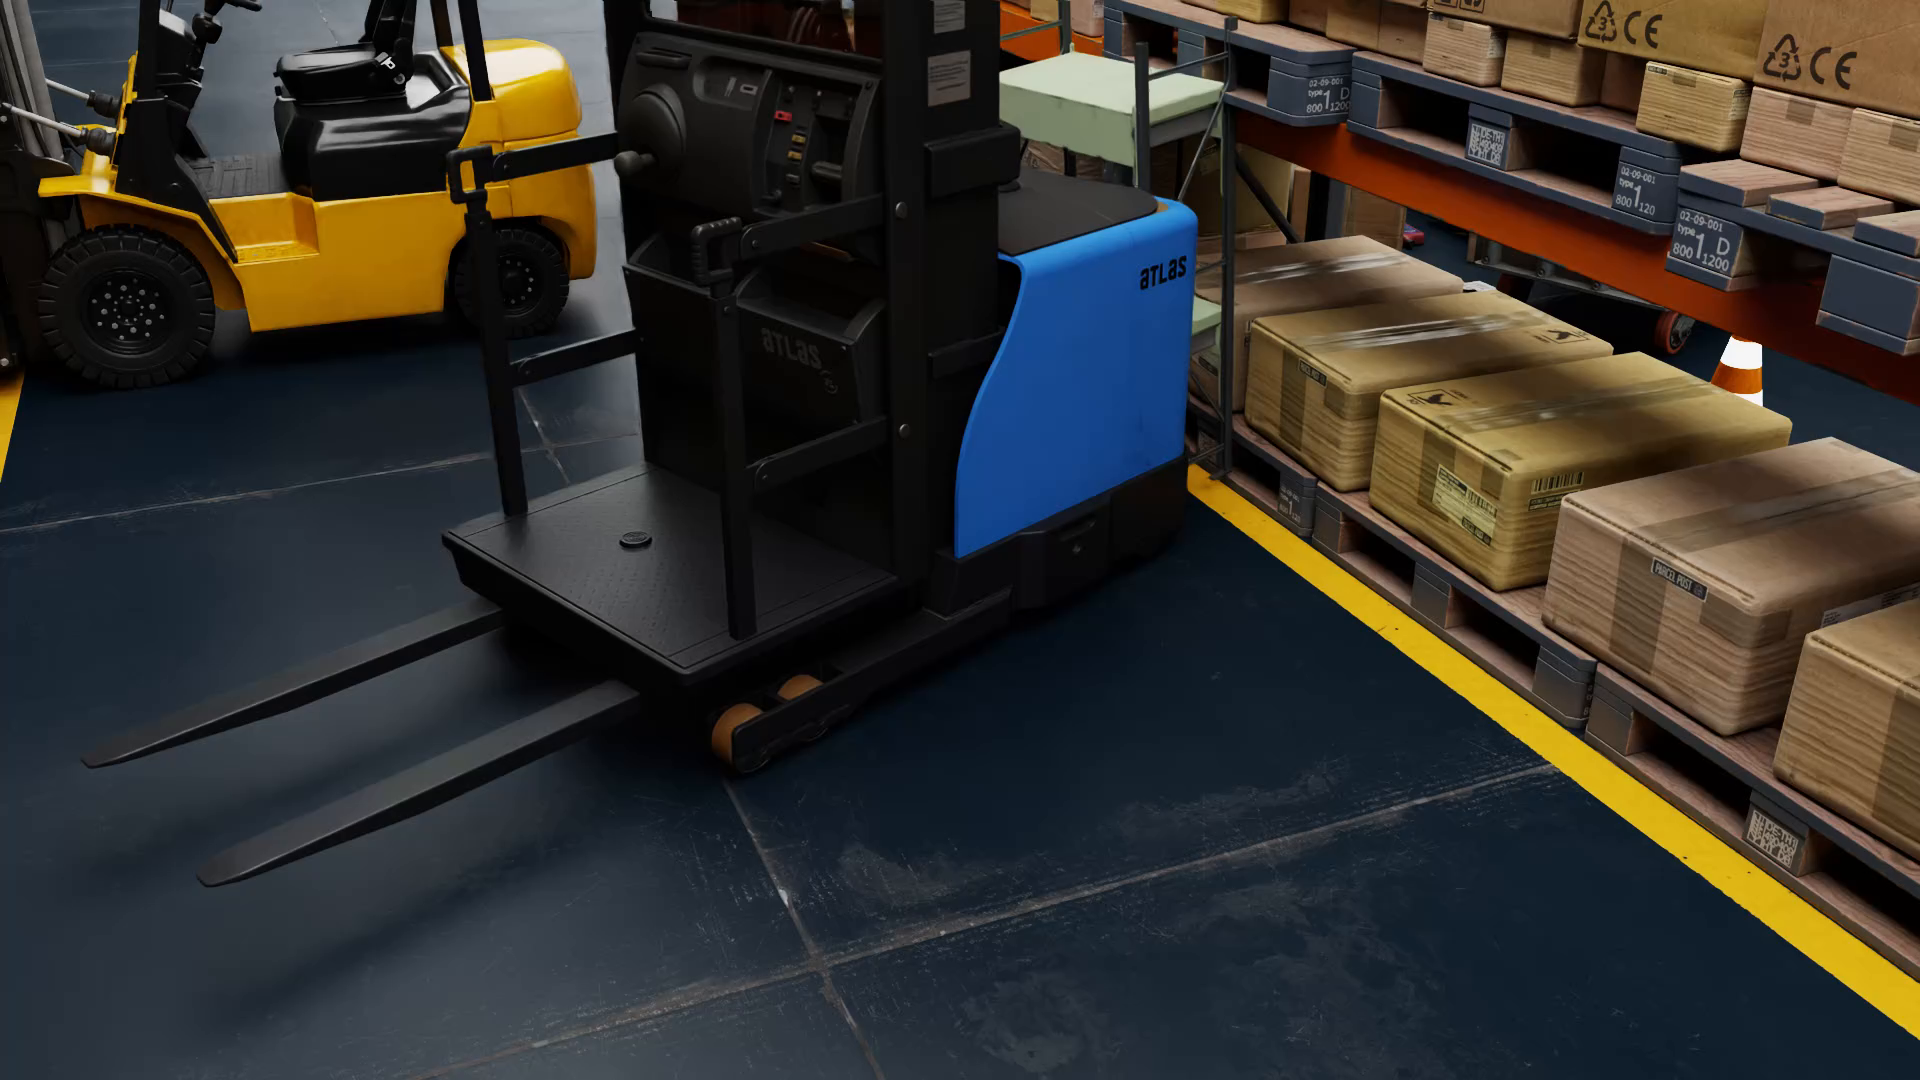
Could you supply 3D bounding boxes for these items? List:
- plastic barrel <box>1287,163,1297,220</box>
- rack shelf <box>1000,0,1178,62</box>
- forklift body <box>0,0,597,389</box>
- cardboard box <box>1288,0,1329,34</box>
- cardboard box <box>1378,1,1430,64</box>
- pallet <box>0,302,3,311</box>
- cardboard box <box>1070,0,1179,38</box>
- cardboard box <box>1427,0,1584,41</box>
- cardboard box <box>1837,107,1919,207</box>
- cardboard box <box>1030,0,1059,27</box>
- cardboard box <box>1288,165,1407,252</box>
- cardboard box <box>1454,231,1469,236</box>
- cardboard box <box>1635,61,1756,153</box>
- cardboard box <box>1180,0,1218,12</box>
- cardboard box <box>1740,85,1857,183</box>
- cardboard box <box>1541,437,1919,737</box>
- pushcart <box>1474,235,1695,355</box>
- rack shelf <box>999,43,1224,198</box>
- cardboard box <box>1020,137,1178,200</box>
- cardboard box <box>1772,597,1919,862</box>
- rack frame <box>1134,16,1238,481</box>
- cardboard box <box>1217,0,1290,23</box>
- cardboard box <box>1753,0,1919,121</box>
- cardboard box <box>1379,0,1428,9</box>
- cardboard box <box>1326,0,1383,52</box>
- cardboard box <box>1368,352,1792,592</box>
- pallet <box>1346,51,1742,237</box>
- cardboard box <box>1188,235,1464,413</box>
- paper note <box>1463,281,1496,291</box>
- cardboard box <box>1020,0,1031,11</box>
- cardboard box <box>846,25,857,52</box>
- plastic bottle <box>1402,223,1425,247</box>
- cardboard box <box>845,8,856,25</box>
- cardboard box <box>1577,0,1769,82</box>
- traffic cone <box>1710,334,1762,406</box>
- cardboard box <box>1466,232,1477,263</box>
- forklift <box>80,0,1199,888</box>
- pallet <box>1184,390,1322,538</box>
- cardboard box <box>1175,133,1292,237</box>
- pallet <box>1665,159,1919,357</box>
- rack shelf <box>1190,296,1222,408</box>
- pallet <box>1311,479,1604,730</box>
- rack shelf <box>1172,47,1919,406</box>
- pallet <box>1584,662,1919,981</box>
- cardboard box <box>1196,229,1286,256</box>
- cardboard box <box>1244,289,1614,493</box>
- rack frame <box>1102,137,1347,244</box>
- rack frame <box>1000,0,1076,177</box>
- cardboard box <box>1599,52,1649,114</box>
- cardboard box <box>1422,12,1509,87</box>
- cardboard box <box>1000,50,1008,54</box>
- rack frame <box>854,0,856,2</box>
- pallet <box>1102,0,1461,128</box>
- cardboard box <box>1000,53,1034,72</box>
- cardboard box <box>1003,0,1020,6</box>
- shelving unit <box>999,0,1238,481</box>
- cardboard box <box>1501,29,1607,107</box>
[{"bbox_3d":[1.637,-1.876,8.610,0.512,0.421,0.421,8,27,15],"label":"plastic barrel"},{"bbox_3d":[0.218,-2.477,7.724,1.077,0.370,4.000,-11,28,-21],"label":"rack shelf"},{"bbox_3d":[-2.710,-1.920,6.731,2.313,2.155,1.214,-11,28,-21],"label":"forklift body"},{"bbox_3d":[1.198,-1.588,4.891,0.380,0.149,0.250,-9,27,-17],"label":"cardboard box"},{"bbox_3d":[1.356,-1.376,4.458,0.380,0.149,0.250,-10,28,-20],"label":"cardboard box"},{"bbox_3d":[-4.319,-0.707,6.457,1.003,0.211,1.213,-11,28,-21],"label":"pallet"},{"bbox_3d":[0.595,-1.957,6.126,0.380,0.149,0.250,-11,28,-21],"label":"cardboard box"},{"bbox_3d":[1.510,-1.512,3.996,0.500,0.500,0.500,-12,28,-23],"label":"cardboard box"},{"bbox_3d":[1.912,-0.736,3.145,0.380,0.149,0.250,-11,28,-21],"label":"cardboard box"},{"bbox_3d":[0.491,-2.057,6.330,0.380,0.149,0.250,-10,28,-19],"label":"cardboard box"},{"bbox_3d":[1.834,-1.537,7.825,0.500,0.500,0.500,8,27,15],"label":"cardboard box"},{"bbox_3d":[2.826,-1.897,8.406,0.797,0.637,0.503,-11,28,-21],"label":"cardboard box"},{"bbox_3d":[1.700,-0.947,3.579,0.380,0.149,0.250,-10,28,-20],"label":"cardboard box"},{"bbox_3d":[0.927,-1.791,5.308,0.380,0.149,0.250,-10,28,-20],"label":"cardboard box"},{"bbox_3d":[1.820,-0.839,3.356,0.380,0.149,0.250,-12,28,-23],"label":"cardboard box"},{"bbox_3d":[2.059,0.088,4.168,0.950,0.372,0.625,-11,28,-22],"label":"cardboard box"},{"bbox_3d":[3.080,-1.226,7.332,1.648,0.377,0.936,-22,34,-38],"label":"pushcart"},{"bbox_3d":[0.447,-1.278,5.203,0.431,0.370,0.720,-25,35,-31],"label":"rack shelf"},{"bbox_3d":[0.523,-1.476,6.654,0.500,0.500,0.500,-11,28,-21],"label":"cardboard box"},{"bbox_3d":[2.356,0.384,3.561,0.950,0.372,0.625,-13,29,-24],"label":"cardboard box"},{"bbox_3d":[0.703,-0.813,5.140,0.400,1.500,0.023,-25,35,-31],"label":"rack frame"},{"bbox_3d":[1.017,-1.689,5.098,0.380,0.149,0.250,-10,28,-20],"label":"cardboard box"},{"bbox_3d":[1.922,-1.088,3.128,0.500,0.500,0.500,-11,28,-21],"label":"cardboard box"},{"bbox_3d":[1.299,-1.718,4.417,0.500,0.500,0.500,-11,28,-21],"label":"cardboard box"},{"bbox_3d":[1.260,-1.477,4.663,0.380,0.149,0.250,-10,28,-20],"label":"cardboard box"},{"bbox_3d":[1.768,-0.219,4.797,0.950,0.372,0.625,-10,28,-19],"label":"cardboard box"},{"bbox_3d":[1.755,-1.084,4.270,1.003,0.211,1.213,-11,28,-21],"label":"pallet"},{"bbox_3d":[1.209,-0.789,5.964,0.950,0.372,0.625,-10,28,-20],"label":"cardboard box"},{"bbox_3d":[2.364,-1.166,7.603,0.148,0.019,0.142,-11,28,-21],"label":"paper note"},{"bbox_3d":[0.461,-2.176,6.573,0.380,0.149,0.250,-10,28,-20],"label":"cardboard box"},{"bbox_3d":[-0.285,-2.305,8.352,0.500,0.500,0.500,-12,28,-23],"label":"cardboard box"},{"bbox_3d":[2.222,-1.516,8.284,0.133,0.061,0.283,-6,27,-12],"label":"plastic bottle"},{"bbox_3d":[-0.494,-2.515,8.783,0.500,0.500,0.500,-12,28,-22],"label":"cardboard box"},{"bbox_3d":[1.723,-1.291,3.545,0.500,0.500,0.500,-13,29,-24],"label":"cardboard box"},{"bbox_3d":[2.775,-0.593,5.937,0.336,0.463,0.334,-11,28,-21],"label":"traffic cone"},{"bbox_3d":[2.657,-1.462,7.942,0.396,0.266,0.258,13,29,24],"label":"cardboard box"},{"bbox_3d":[-0.686,-1.001,3.960,1.130,2.935,3.031,23,34,39],"label":"forklift"},{"bbox_3d":[1.308,-0.426,5.881,1.003,0.211,1.213,-11,28,-21],"label":"pallet"},{"bbox_3d":[1.019,-1.568,6.842,0.500,0.500,0.500,-9,27,-18],"label":"cardboard box"},{"bbox_3d":[2.191,-0.561,3.199,1.213,0.211,1.003,-11,28,-21],"label":"pallet"},{"bbox_3d":[0.496,-0.657,5.556,0.431,0.370,0.720,-25,35,-31],"label":"rack shelf"},{"bbox_3d":[1.789,0.068,4.871,1.003,0.211,1.213,-11,28,-21],"label":"pallet"},{"bbox_3d":[1.785,-0.862,4.417,1.077,0.370,4.000,-11,28,-21],"label":"rack shelf"},{"bbox_3d":[2.263,0.559,3.864,1.003,0.211,1.213,-11,28,-21],"label":"pallet"},{"bbox_3d":[1.019,-1.231,7.007,0.500,0.250,0.500,-12,28,-23],"label":"cardboard box"},{"bbox_3d":[1.494,-0.500,5.371,0.950,0.372,0.625,-9,27,-17],"label":"cardboard box"},{"bbox_3d":[1.001,-1.993,5.913,1.000,3.000,0.127,-11,28,-21],"label":"rack frame"},{"bbox_3d":[0.245,-1.066,5.651,0.400,1.500,0.023,-25,35,-31],"label":"rack frame"},{"bbox_3d":[1.717,-1.070,3.831,0.380,0.149,0.250,-10,28,-20],"label":"cardboard box"},{"bbox_3d":[1.412,-1.260,4.220,0.380,0.149,0.250,-9,28,-19],"label":"cardboard box"},{"bbox_3d":[-0.096,-2.101,7.935,0.500,0.500,0.500,-10,28,-20],"label":"cardboard box"},{"bbox_3d":[-0.565,-3.608,9.220,1.000,3.000,0.127,-11,28,-21],"label":"rack frame"},{"bbox_3d":[1.167,-1.573,5.272,1.003,0.211,1.213,-11,28,-21],"label":"pallet"},{"bbox_3d":[0.121,-1.886,7.496,0.500,0.500,0.500,-9,27,-18],"label":"cardboard box"},{"bbox_3d":[0.376,-2.278,6.784,0.380,0.149,0.250,-11,28,-21],"label":"cardboard box"},{"bbox_3d":[0.474,-0.940,5.396,0.431,1.500,0.755,-25,35,-31],"label":"shelving unit"},{"bbox_3d":[1.543,-1.158,4.010,0.380,0.149,0.250,-12,28,-22],"label":"cardboard box"}]
